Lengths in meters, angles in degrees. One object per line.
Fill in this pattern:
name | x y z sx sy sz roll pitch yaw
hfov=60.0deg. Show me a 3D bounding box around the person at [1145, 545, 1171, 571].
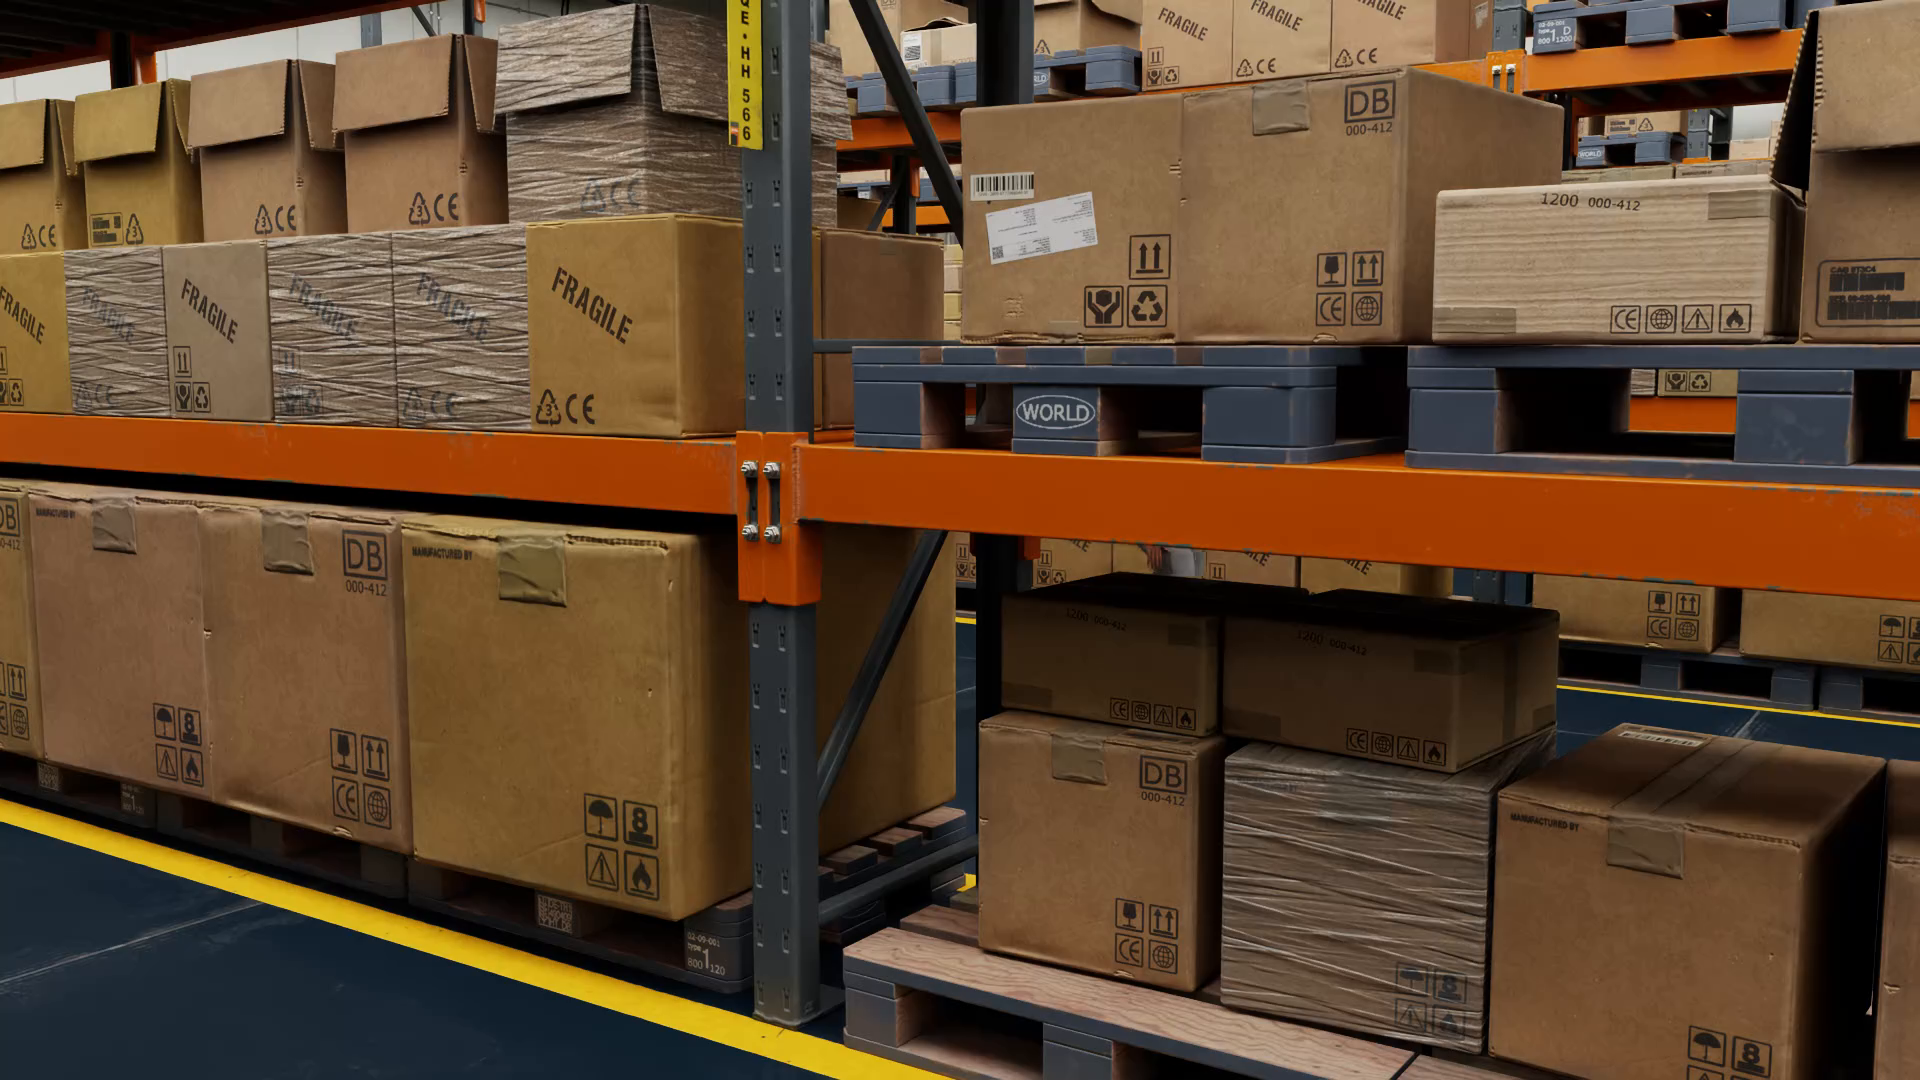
person | 0.875 -0.019 6.327 0.436 1.615 0.450 3 7 25
